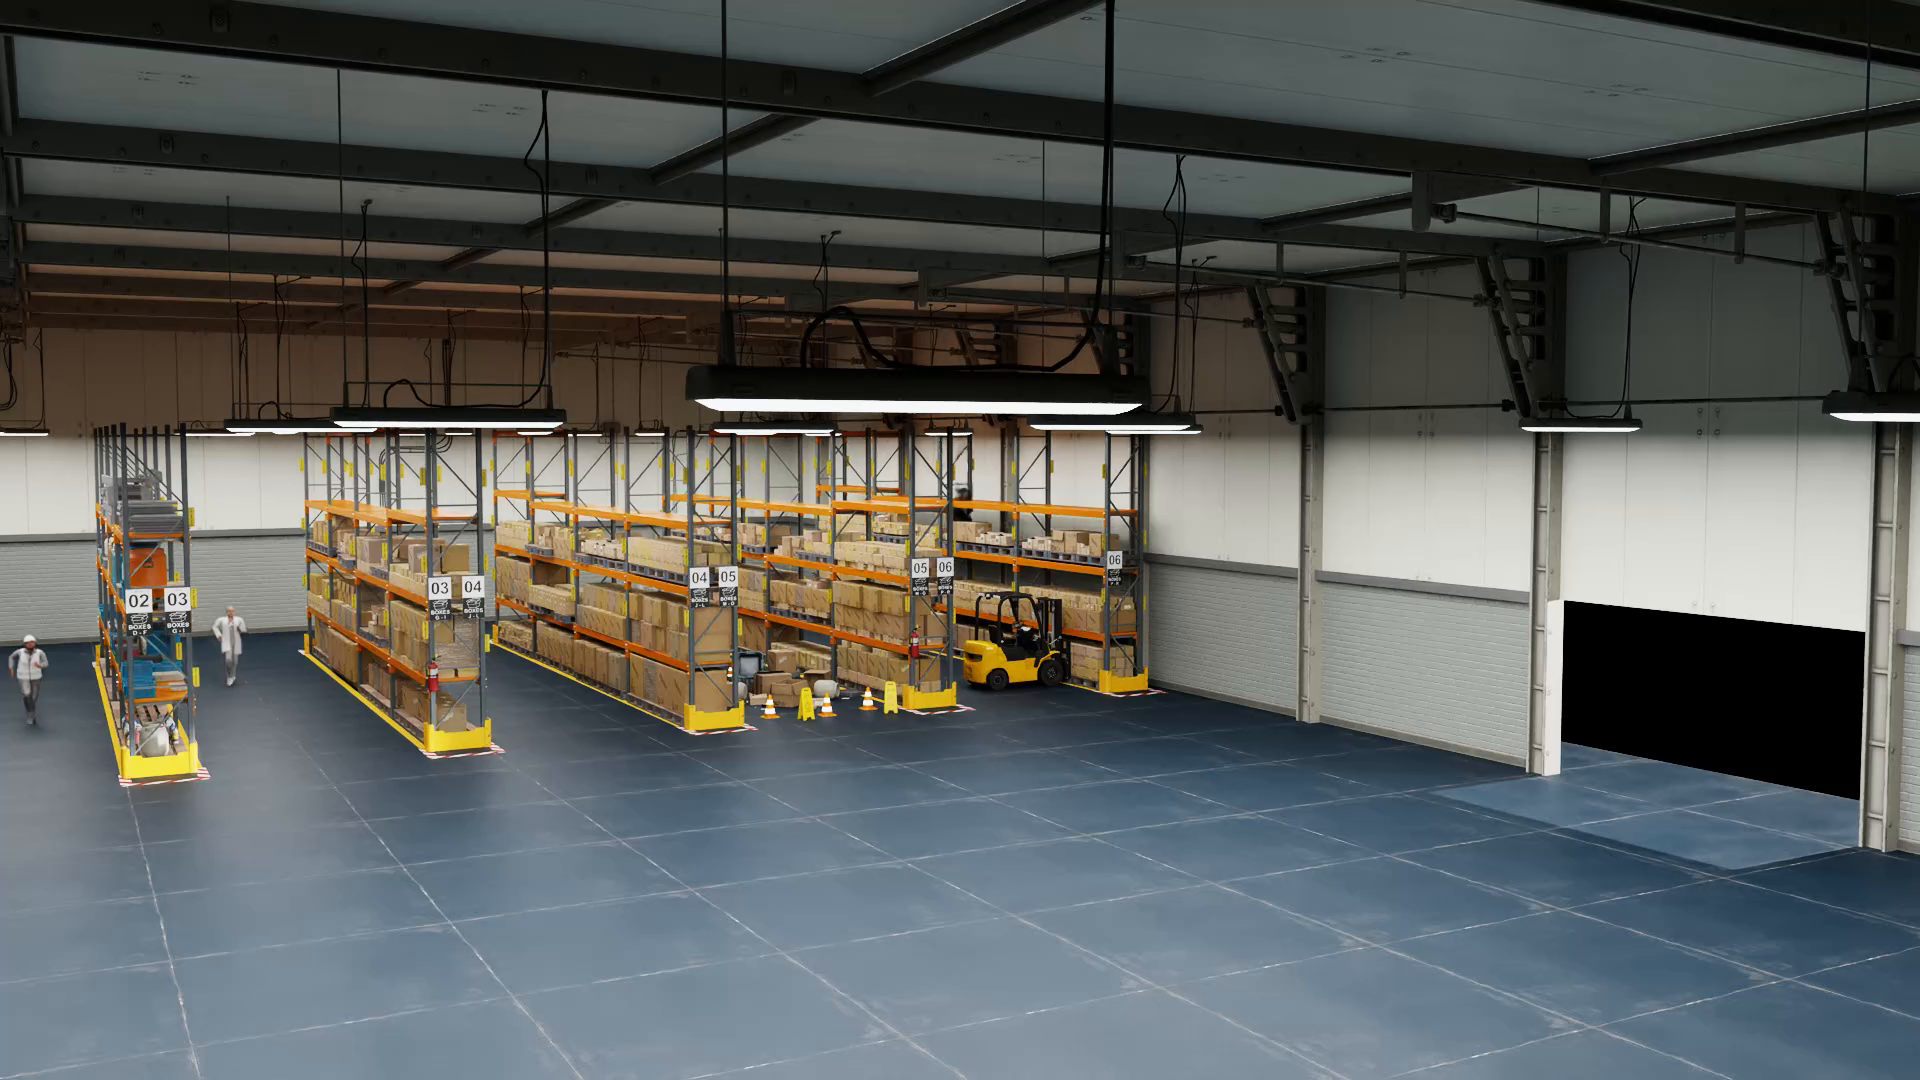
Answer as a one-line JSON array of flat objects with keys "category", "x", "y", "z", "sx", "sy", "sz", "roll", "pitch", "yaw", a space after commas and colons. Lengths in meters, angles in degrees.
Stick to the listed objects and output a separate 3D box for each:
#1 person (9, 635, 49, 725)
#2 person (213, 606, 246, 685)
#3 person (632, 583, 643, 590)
[{"category": "person", "x": -18.788, "y": 2.813, "z": 33.574, "sx": 0.679, "sy": 1.812, "sz": 0.848, "roll": -2, "pitch": 4, "yaw": -34}, {"category": "person", "x": -17.091, "y": 2.475, "z": 38.988, "sx": 0.682, "sy": 1.840, "sz": 0.802, "roll": -2, "pitch": 4, "yaw": -35}, {"category": "person", "x": -9.723, "y": 1.831, "z": 50.187, "sx": 0.926, "sy": 1.697, "sz": 0.596, "roll": -1, "pitch": 4, "yaw": -22}]
